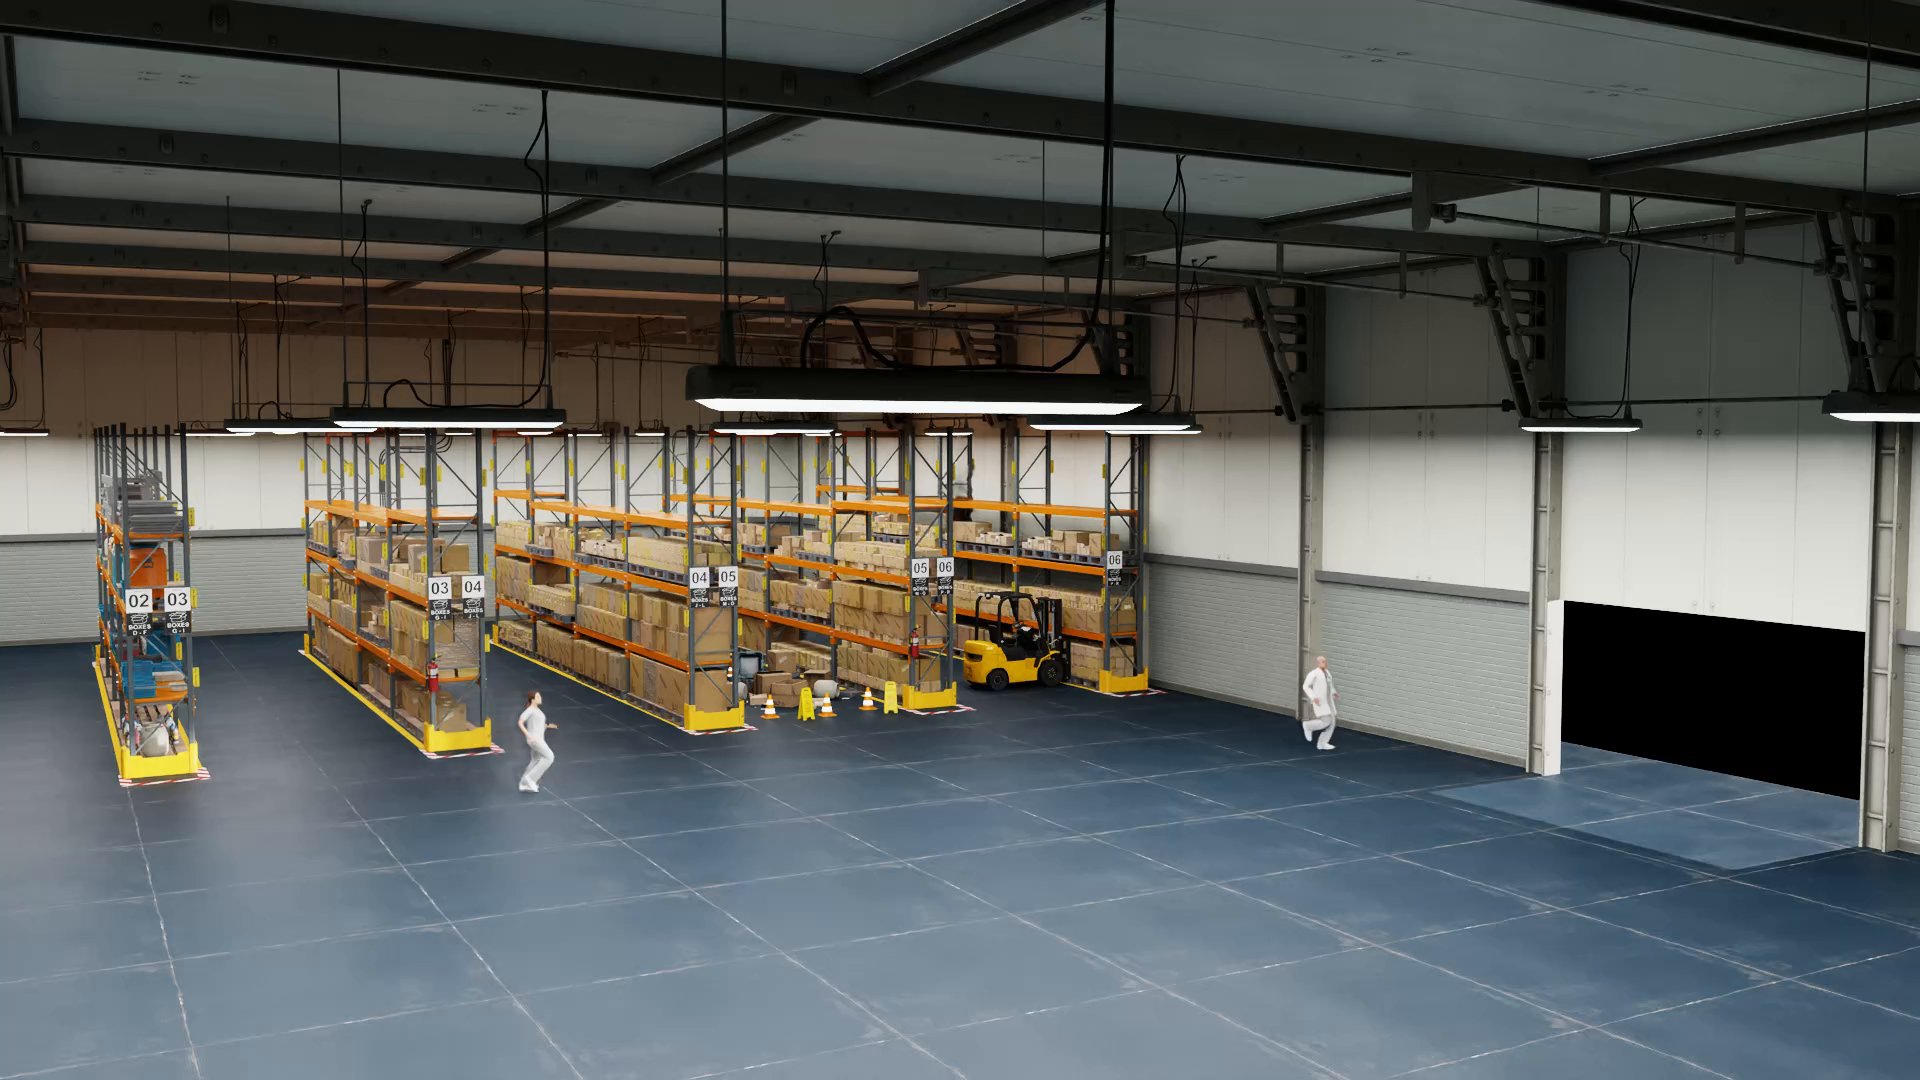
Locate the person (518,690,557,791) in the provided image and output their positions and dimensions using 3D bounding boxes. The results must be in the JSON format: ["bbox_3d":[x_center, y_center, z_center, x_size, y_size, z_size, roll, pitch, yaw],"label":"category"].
[{"bbox_3d":[-6.844,3.252,26.958,0.623,1.635,0.547,0,3,-3],"label":"person"}]

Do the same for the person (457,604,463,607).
[{"bbox_3d":[-14.273,2.063,46.583,0.819,1.675,0.673,0,3,-4],"label":"person"}]

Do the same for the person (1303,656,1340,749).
[{"bbox_3d":[6.681,3.008,30.743,0.724,1.730,0.630,-3,4,-38],"label":"person"}]
